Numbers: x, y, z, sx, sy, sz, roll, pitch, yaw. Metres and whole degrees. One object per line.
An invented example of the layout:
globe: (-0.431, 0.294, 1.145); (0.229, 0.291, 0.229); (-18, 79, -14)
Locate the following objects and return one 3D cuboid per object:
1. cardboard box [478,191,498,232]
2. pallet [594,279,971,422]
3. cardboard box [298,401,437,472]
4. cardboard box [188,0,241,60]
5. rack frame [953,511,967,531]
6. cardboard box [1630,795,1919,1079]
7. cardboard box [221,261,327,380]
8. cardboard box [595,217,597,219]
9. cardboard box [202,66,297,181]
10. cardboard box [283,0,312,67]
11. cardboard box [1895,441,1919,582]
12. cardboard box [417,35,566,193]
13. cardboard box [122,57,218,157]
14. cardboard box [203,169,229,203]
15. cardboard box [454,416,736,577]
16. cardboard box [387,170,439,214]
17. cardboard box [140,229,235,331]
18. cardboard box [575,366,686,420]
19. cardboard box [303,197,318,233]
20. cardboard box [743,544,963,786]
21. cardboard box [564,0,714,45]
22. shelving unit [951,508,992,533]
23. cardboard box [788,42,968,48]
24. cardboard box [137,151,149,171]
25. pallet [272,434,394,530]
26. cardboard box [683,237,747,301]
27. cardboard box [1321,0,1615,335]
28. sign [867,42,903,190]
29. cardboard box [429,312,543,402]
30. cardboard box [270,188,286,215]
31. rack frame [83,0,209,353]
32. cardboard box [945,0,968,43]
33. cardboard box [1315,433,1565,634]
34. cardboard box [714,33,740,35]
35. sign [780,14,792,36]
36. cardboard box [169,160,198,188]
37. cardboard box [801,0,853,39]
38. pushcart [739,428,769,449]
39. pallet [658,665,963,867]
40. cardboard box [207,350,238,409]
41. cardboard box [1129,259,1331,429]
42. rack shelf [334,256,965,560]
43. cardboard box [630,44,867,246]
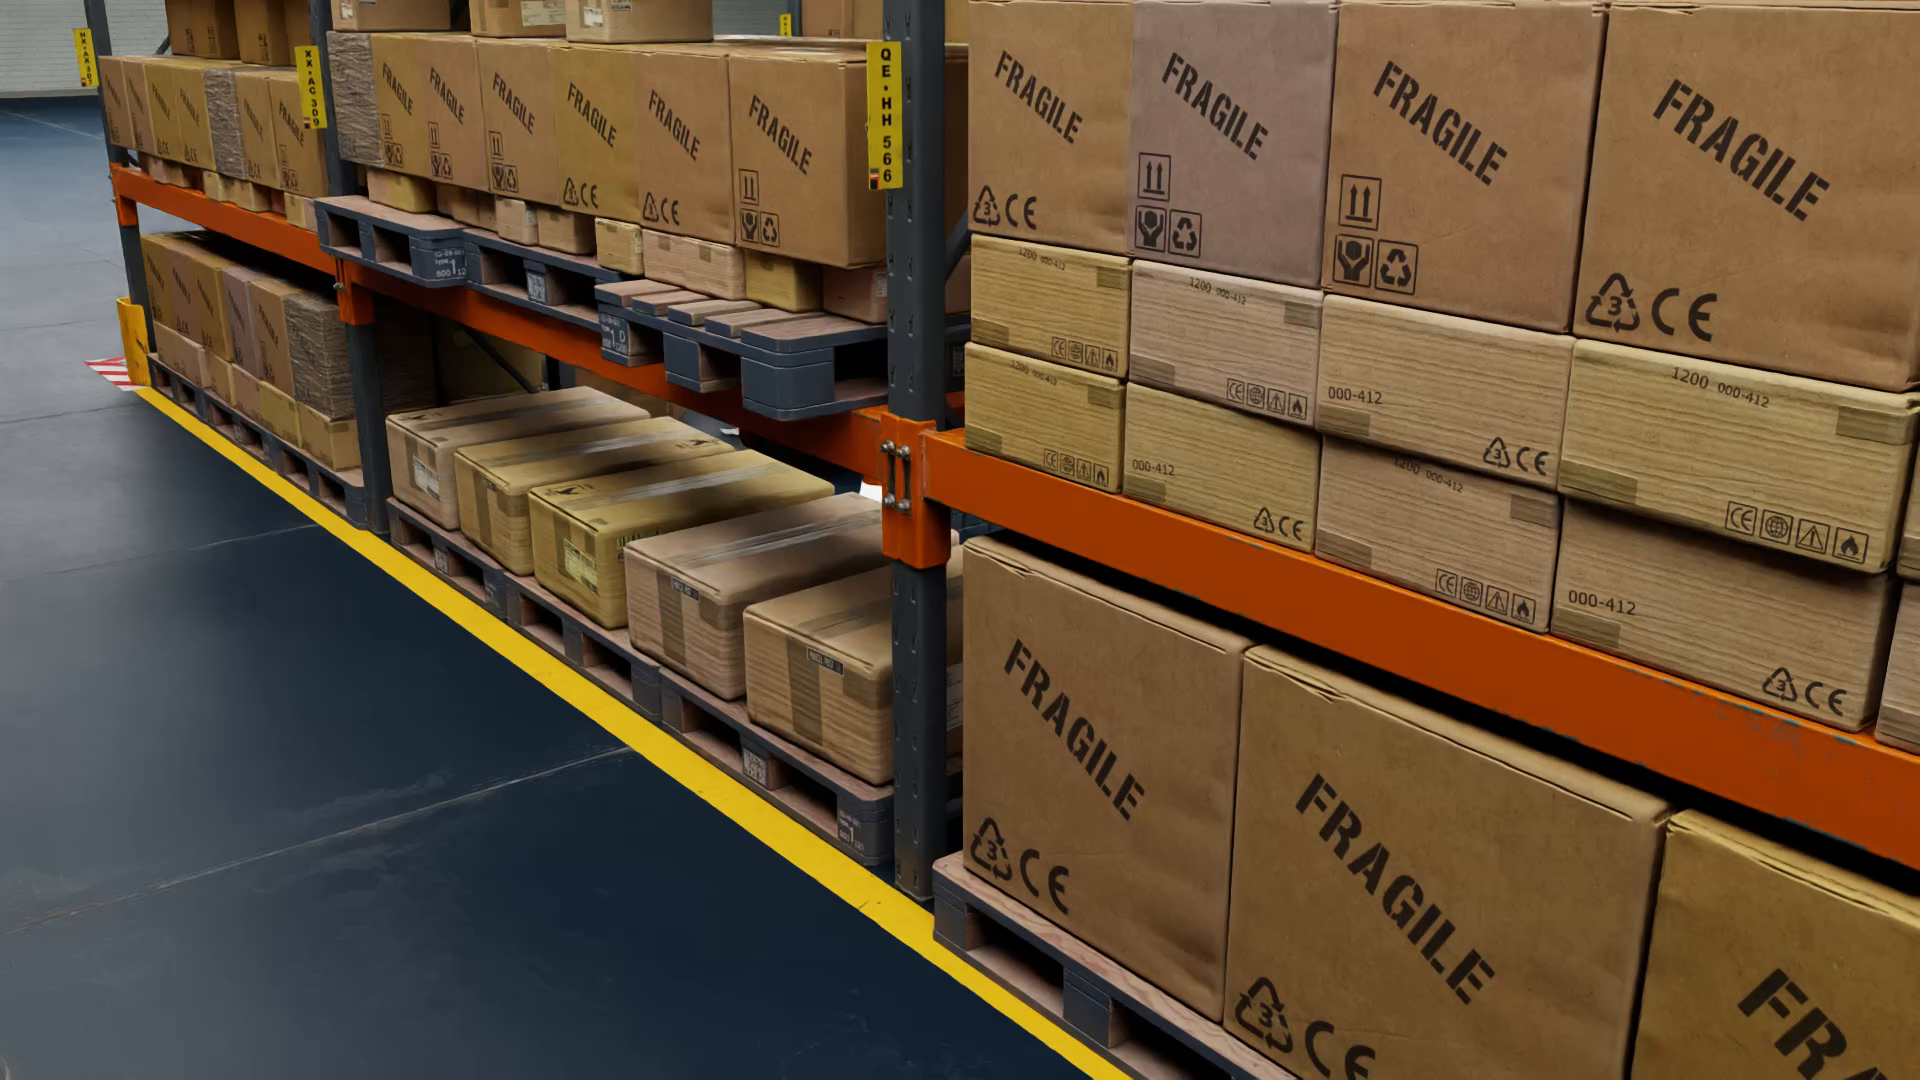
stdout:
cardboard box: (-1.474, -1.180, 5.886); (0.380, 0.149, 0.250); (-14, 23, -36)
pallet: (-0.275, -0.627, 4.790); (1.213, 0.211, 1.003); (-14, 23, -36)
cardboard box: (-2.810, -0.536, 7.916); (0.500, 0.250, 0.500); (-13, 22, -34)
cardboard box: (-3.919, -2.988, 9.393); (0.700, 0.500, 0.500); (-14, 23, -36)
rack frame: (-0.066, -0.596, 7.253); (0.240, 1.200, 0.006); (-14, 23, -36)
cardboard box: (1.720, 0.873, 2.665); (0.875, 0.875, 0.875); (-13, 22, -35)
cardboard box: (-3.445, -1.143, 8.555); (0.500, 0.500, 0.500); (-13, 22, -33)
cardboard box: (-0.940, -0.999, 5.338); (0.380, 0.149, 0.250); (-14, 23, -36)
cardboard box: (-3.354, -2.051, 8.153); (0.500, 0.500, 0.500); (-13, 22, -35)
cardboard box: (-2.926, -2.622, 8.287); (0.700, 0.500, 0.500); (-15, 23, -37)
cardboard box: (1.628, -0.053, 2.194); (0.500, 0.250, 0.500); (-13, 23, -35)
cardboard box: (-1.558, -1.518, 5.874); (0.500, 0.500, 0.500); (-14, 23, -36)
cardboard box: (-4.315, -2.425, 9.283); (0.500, 0.500, 0.500); (-13, 22, -34)
cardboard box: (-3.628, -1.824, 8.500); (0.380, 0.149, 0.250); (-14, 23, -36)
cardboard box: (-1.456, -0.196, 6.694); (0.950, 0.372, 0.625); (-12, 22, -33)
cardboard box: (-1.989, -1.368, 6.453); (0.380, 0.149, 0.250); (-13, 23, -35)
cardboard box: (-4.416, -1.526, 9.713); (0.500, 0.500, 0.500); (-15, 23, -38)
cardboard box: (-1.831, -0.893, 9.260); (0.500, 0.500, 0.500); (1, 18, 2)
cardboard box: (-2.671, -1.449, 7.367); (0.380, 0.149, 0.250); (-14, 23, -37)
cardboard box: (-0.092, 0.344, 5.065); (0.950, 0.372, 0.625); (-16, 24, -40)
cardboard box: (-0.986, -1.607, 5.113); (0.380, 0.149, 0.250); (-15, 24, -39)
shelving unit: (-0.009, -0.573, 7.185); (0.258, 1.200, 0.189); (-14, 23, -36)
cardboard box: (-0.176, -1.234, 5.018); (0.500, 0.500, 0.500); (-13, 22, -33)
cardboard box: (-4.667, -2.291, 9.910); (0.380, 0.149, 0.250); (-14, 23, -36)
pallet: (-2.677, -0.384, 8.186); (1.003, 0.211, 1.213); (-14, 23, -36)
cardboard box: (-0.551, -0.784, 4.688); (0.380, 0.149, 0.250); (-14, 23, -37)
cardboard box: (0.991, -0.665, 2.850); (0.500, 0.500, 0.500); (-13, 22, -35)
sign: (-0.168, -0.967, 3.795); (0.100, 0.325, 0.005); (-14, 23, -36)
cardboard box: (-2.387, -0.997, 8.115); (0.500, 0.500, 0.500); (-13, 22, -34)
cardboard box: (-3.075, -1.653, 7.983); (0.380, 0.149, 0.250); (-14, 23, -37)
rack frame: (-4.716, -2.535, 10.245); (1.000, 3.000, 0.127); (-14, 23, -36)
cardboard box: (0.388, -3.623, 11.576); (0.875, 0.550, 0.500); (-14, 23, -36)
cardboard box: (1.012, -0.069, 3.037); (0.500, 0.250, 0.500); (-13, 22, -34)
cardboard box: (-1.141, -1.618, 6.176); (0.500, 0.500, 0.500); (-13, 22, -34)
sign: (-1.337, -3.867, 12.767); (0.100, 0.325, 0.005); (-14, 23, -36)
cardboard box: (-4.090, -2.022, 9.096); (0.380, 0.149, 0.250); (-13, 22, -35)
cardboard box: (-0.698, -4.010, 12.746); (0.875, 0.550, 0.550); (-14, 23, -36)
pushcart: (-0.476, -0.761, 9.062); (0.936, 0.377, 1.648); (11, 21, 30)
pallet: (-0.233, 0.568, 5.313); (1.003, 0.211, 1.213); (-14, 23, -36)
cardboard box: (-3.772, -0.917, 9.065); (0.500, 0.250, 0.500); (-12, 22, -32)
cardboard box: (0.692, -0.429, 3.329); (0.500, 0.250, 0.500); (-13, 23, -35)
rack shelf: (-0.990, -0.715, 5.893); (1.077, 0.370, 4.000); (-14, 23, -36)
cardboard box: (-0.578, -1.134, 4.716); (0.500, 0.500, 0.500); (-14, 23, -37)
